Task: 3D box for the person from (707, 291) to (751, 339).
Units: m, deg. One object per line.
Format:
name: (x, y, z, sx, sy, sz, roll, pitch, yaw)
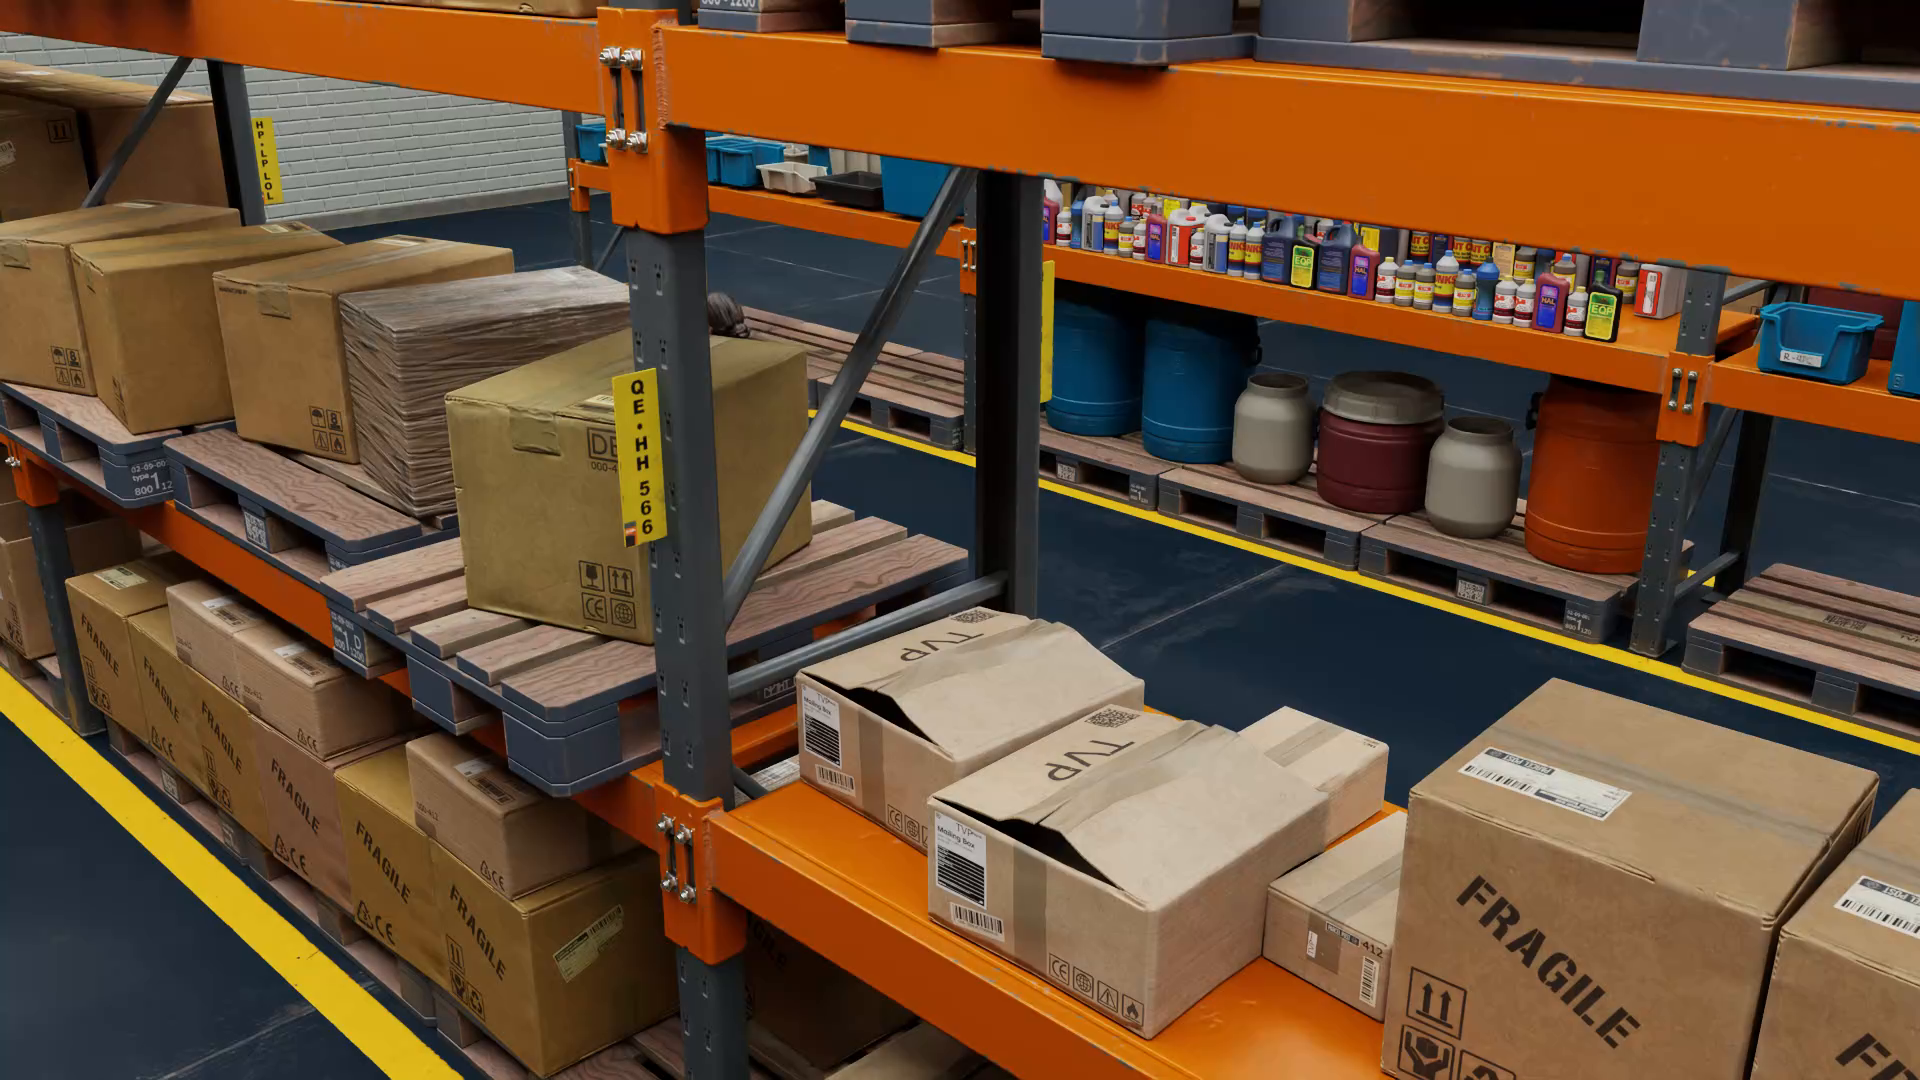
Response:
person: (-0.971, -0.162, 6.527, 0.547, 1.629, 0.494, 12, 24, 29)
